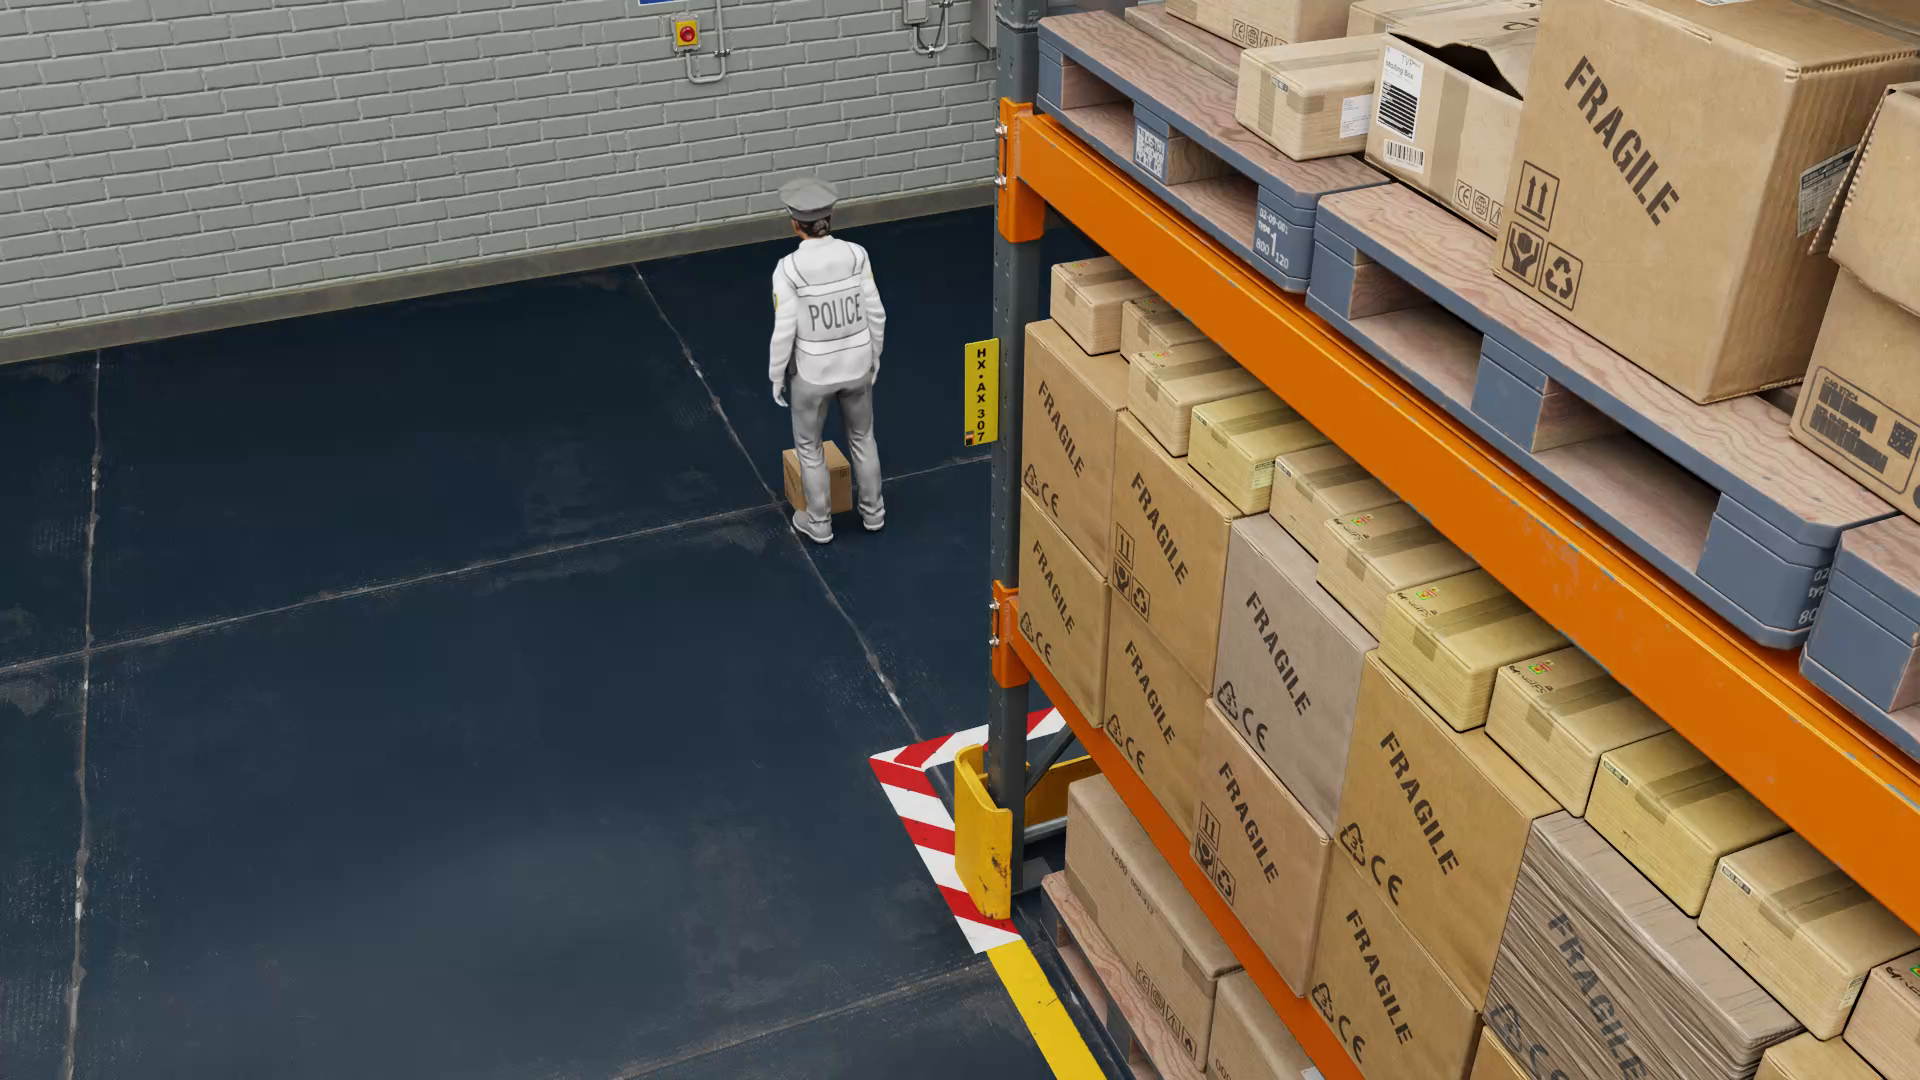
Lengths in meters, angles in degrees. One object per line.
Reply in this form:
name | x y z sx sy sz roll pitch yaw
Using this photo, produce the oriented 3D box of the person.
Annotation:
person | -0.576 -0.744 7.255 0.543 1.662 0.376 -15 37 -22
